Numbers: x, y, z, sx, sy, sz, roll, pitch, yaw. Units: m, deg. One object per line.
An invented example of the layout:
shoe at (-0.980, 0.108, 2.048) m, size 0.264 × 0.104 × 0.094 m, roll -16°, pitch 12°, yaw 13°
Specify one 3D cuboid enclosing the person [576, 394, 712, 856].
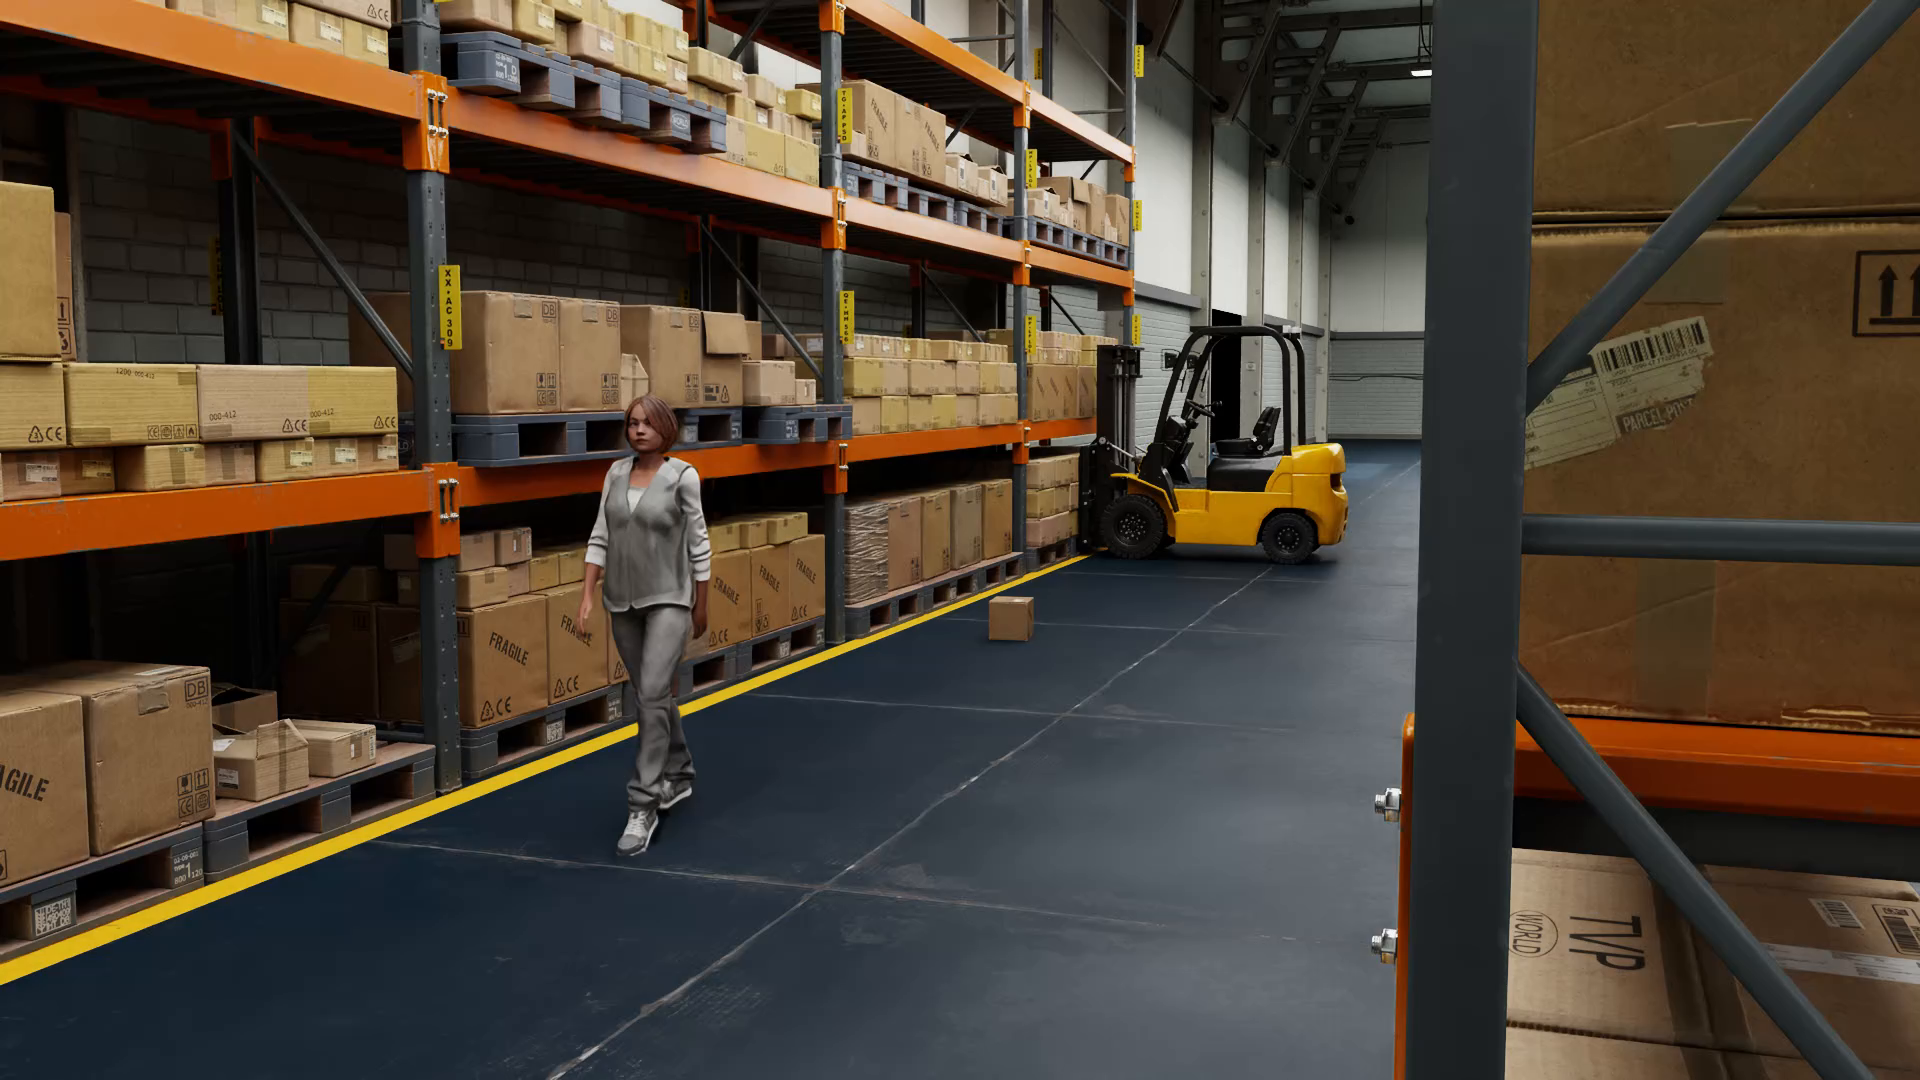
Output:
person at (-1.169, 0.277, 6.093) m, size 0.408 × 1.616 × 0.728 m, roll 2°, pitch 6°, yaw 19°
